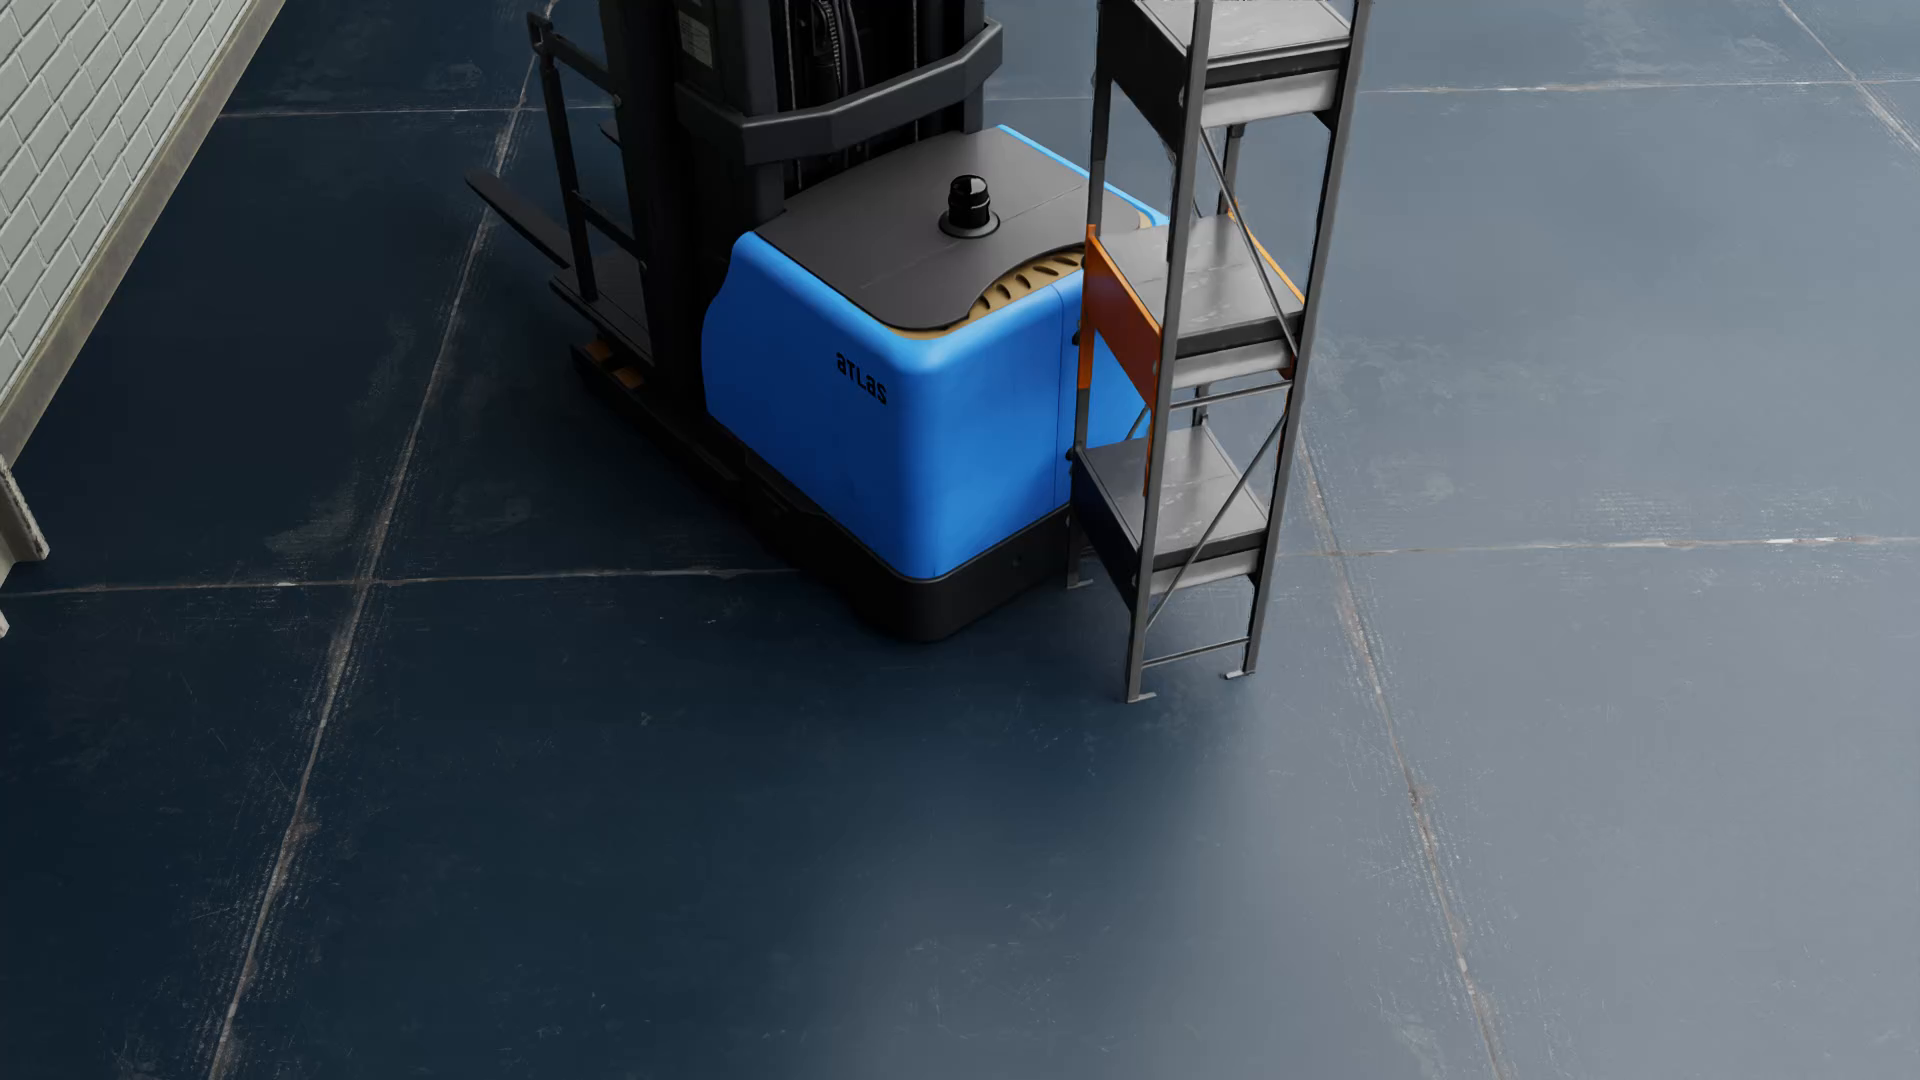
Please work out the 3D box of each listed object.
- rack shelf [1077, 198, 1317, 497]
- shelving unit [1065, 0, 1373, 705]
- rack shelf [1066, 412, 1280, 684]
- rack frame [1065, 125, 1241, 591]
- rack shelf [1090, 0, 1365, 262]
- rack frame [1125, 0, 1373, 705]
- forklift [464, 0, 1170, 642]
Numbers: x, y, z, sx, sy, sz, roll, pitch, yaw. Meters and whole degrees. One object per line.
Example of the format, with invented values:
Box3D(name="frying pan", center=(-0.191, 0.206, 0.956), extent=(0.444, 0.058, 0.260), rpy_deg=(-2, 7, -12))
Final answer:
Box3D(name="rack shelf", center=(0.589, -0.497, 4.258), extent=(0.431, 0.518, 0.480), rpy_deg=(-12, 44, -13))
Box3D(name="shelving unit", center=(0.589, -0.507, 4.249), extent=(0.431, 2.100, 0.503), rpy_deg=(-12, 44, -13))
Box3D(name="rack shelf", center=(0.589, 0.019, 4.731), extent=(0.431, 0.518, 0.480), rpy_deg=(-12, 44, -13))
Box3D(name="rack frame", center=(0.514, -0.664, 4.420), extent=(0.400, 2.100, 0.015), rpy_deg=(-12, 44, -13))
Box3D(name="rack shelf", center=(0.589, -1.013, 3.785), extent=(0.431, 0.518, 0.480), rpy_deg=(-12, 44, -13))
Box3D(name="rack frame", center=(0.664, -0.350, 4.078), extent=(0.400, 2.100, 0.015), rpy_deg=(-12, 44, -13))
Box3D(name="forklift", center=(-0.699, -1.710, 4.947), extent=(1.130, 2.935, 3.031), rpy_deg=(-30, 50, -29))
